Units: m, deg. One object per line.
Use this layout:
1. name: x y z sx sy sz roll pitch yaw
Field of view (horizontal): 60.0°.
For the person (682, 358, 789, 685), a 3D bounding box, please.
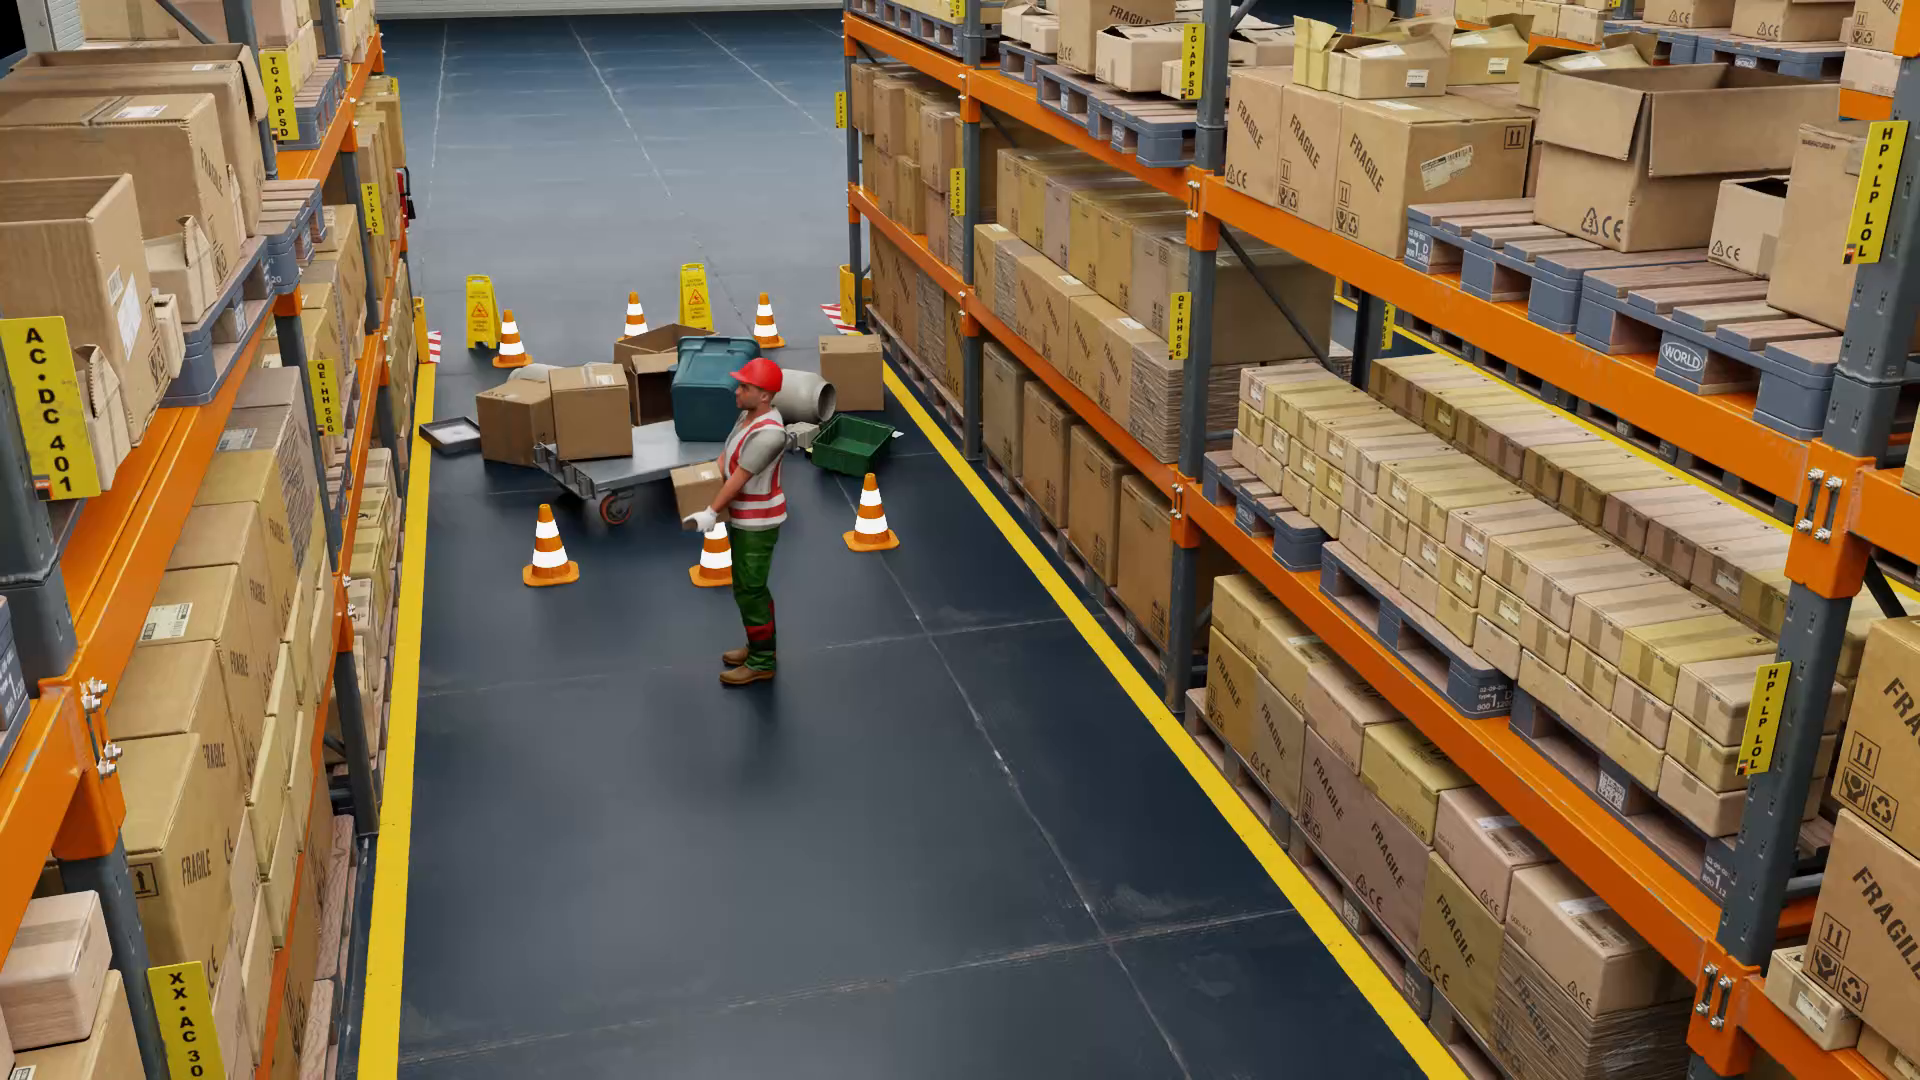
1. person: -1.187 -0.090 8.786 0.570 1.782 0.494 -6 23 -13
